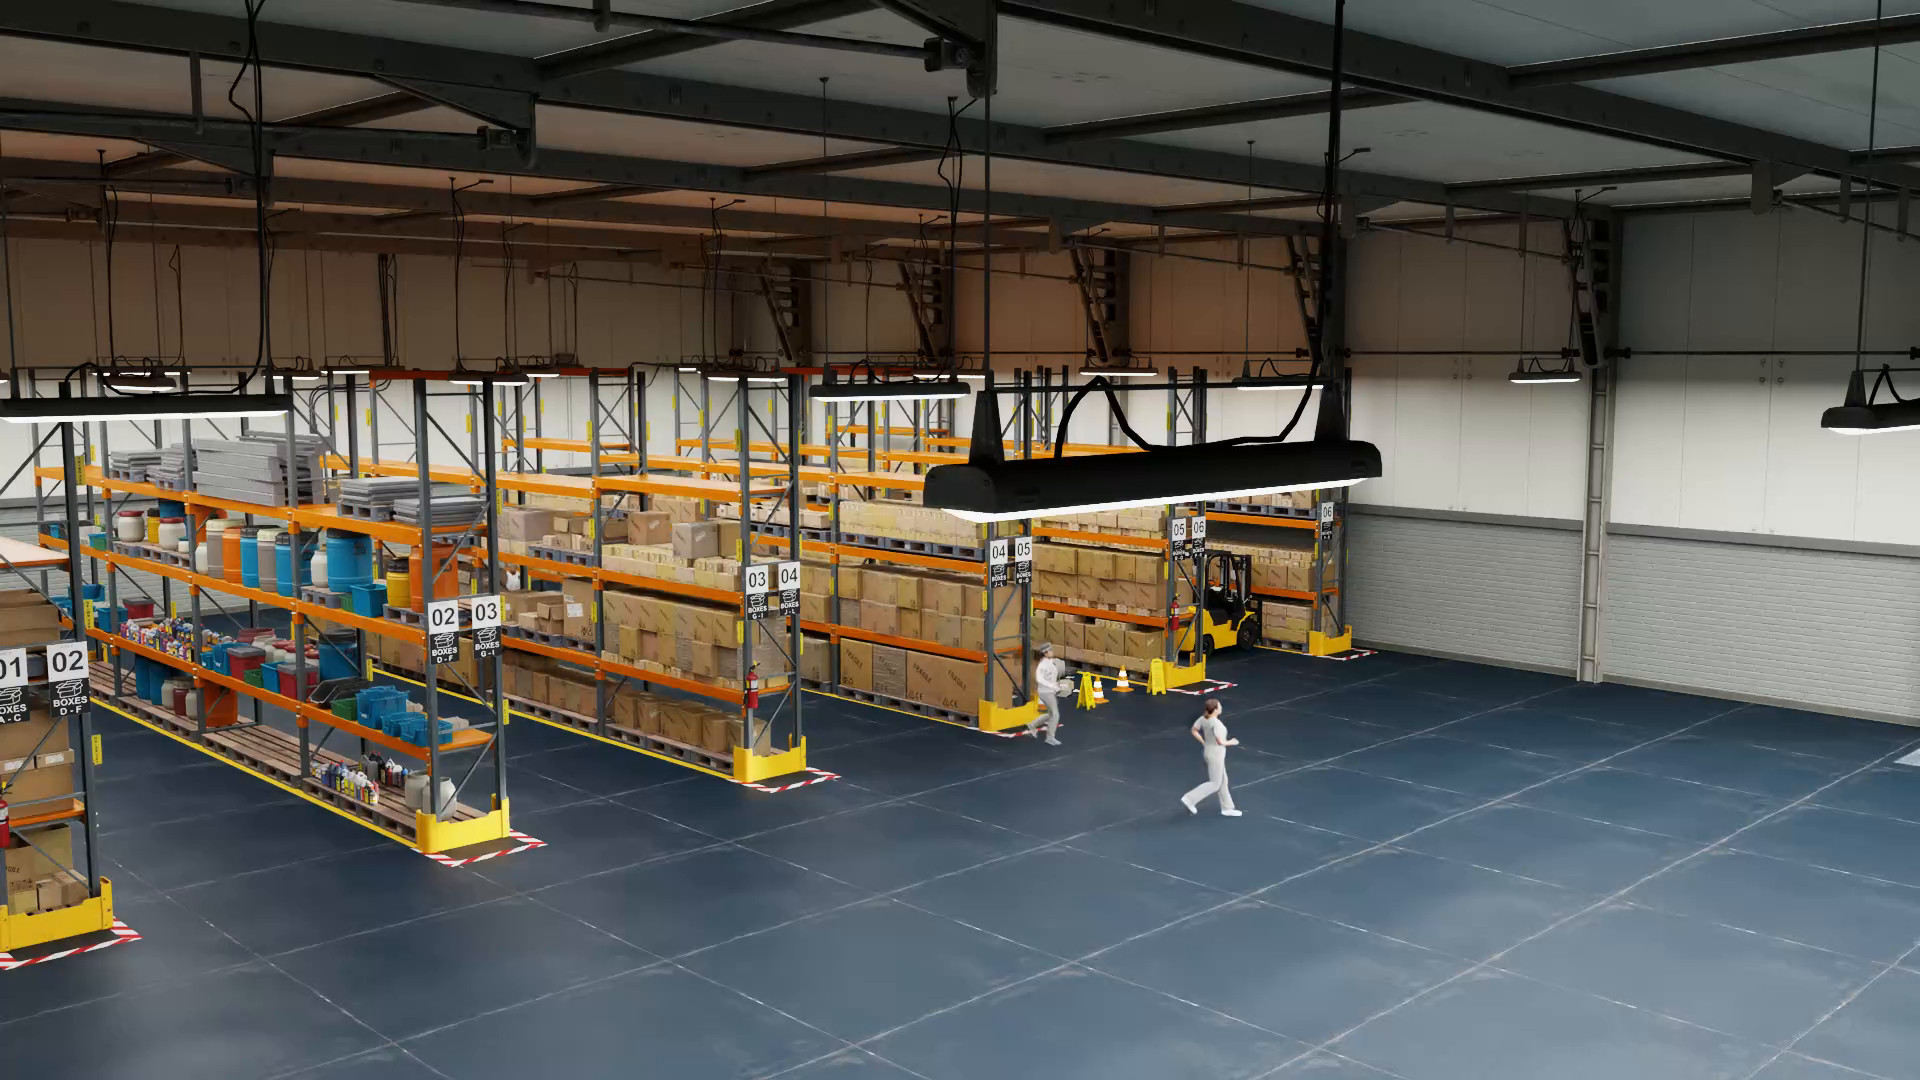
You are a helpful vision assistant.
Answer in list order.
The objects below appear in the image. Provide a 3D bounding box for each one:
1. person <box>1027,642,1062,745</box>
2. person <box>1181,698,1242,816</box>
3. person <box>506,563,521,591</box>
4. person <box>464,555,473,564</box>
[{"bbox_3d":[1.369,2.485,26.953,0.602,1.689,0.667,2,7,16],"label":"person"},{"bbox_3d":[3.415,2.960,22.522,0.934,1.664,0.568,-2,7,-18],"label":"person"},{"bbox_3d":[-9.867,1.307,36.706,0.658,1.783,0.847,-5,8,-40],"label":"person"},{"bbox_3d":[-11.741,1.078,39.593,0.675,1.657,0.818,2,7,20],"label":"person"}]
